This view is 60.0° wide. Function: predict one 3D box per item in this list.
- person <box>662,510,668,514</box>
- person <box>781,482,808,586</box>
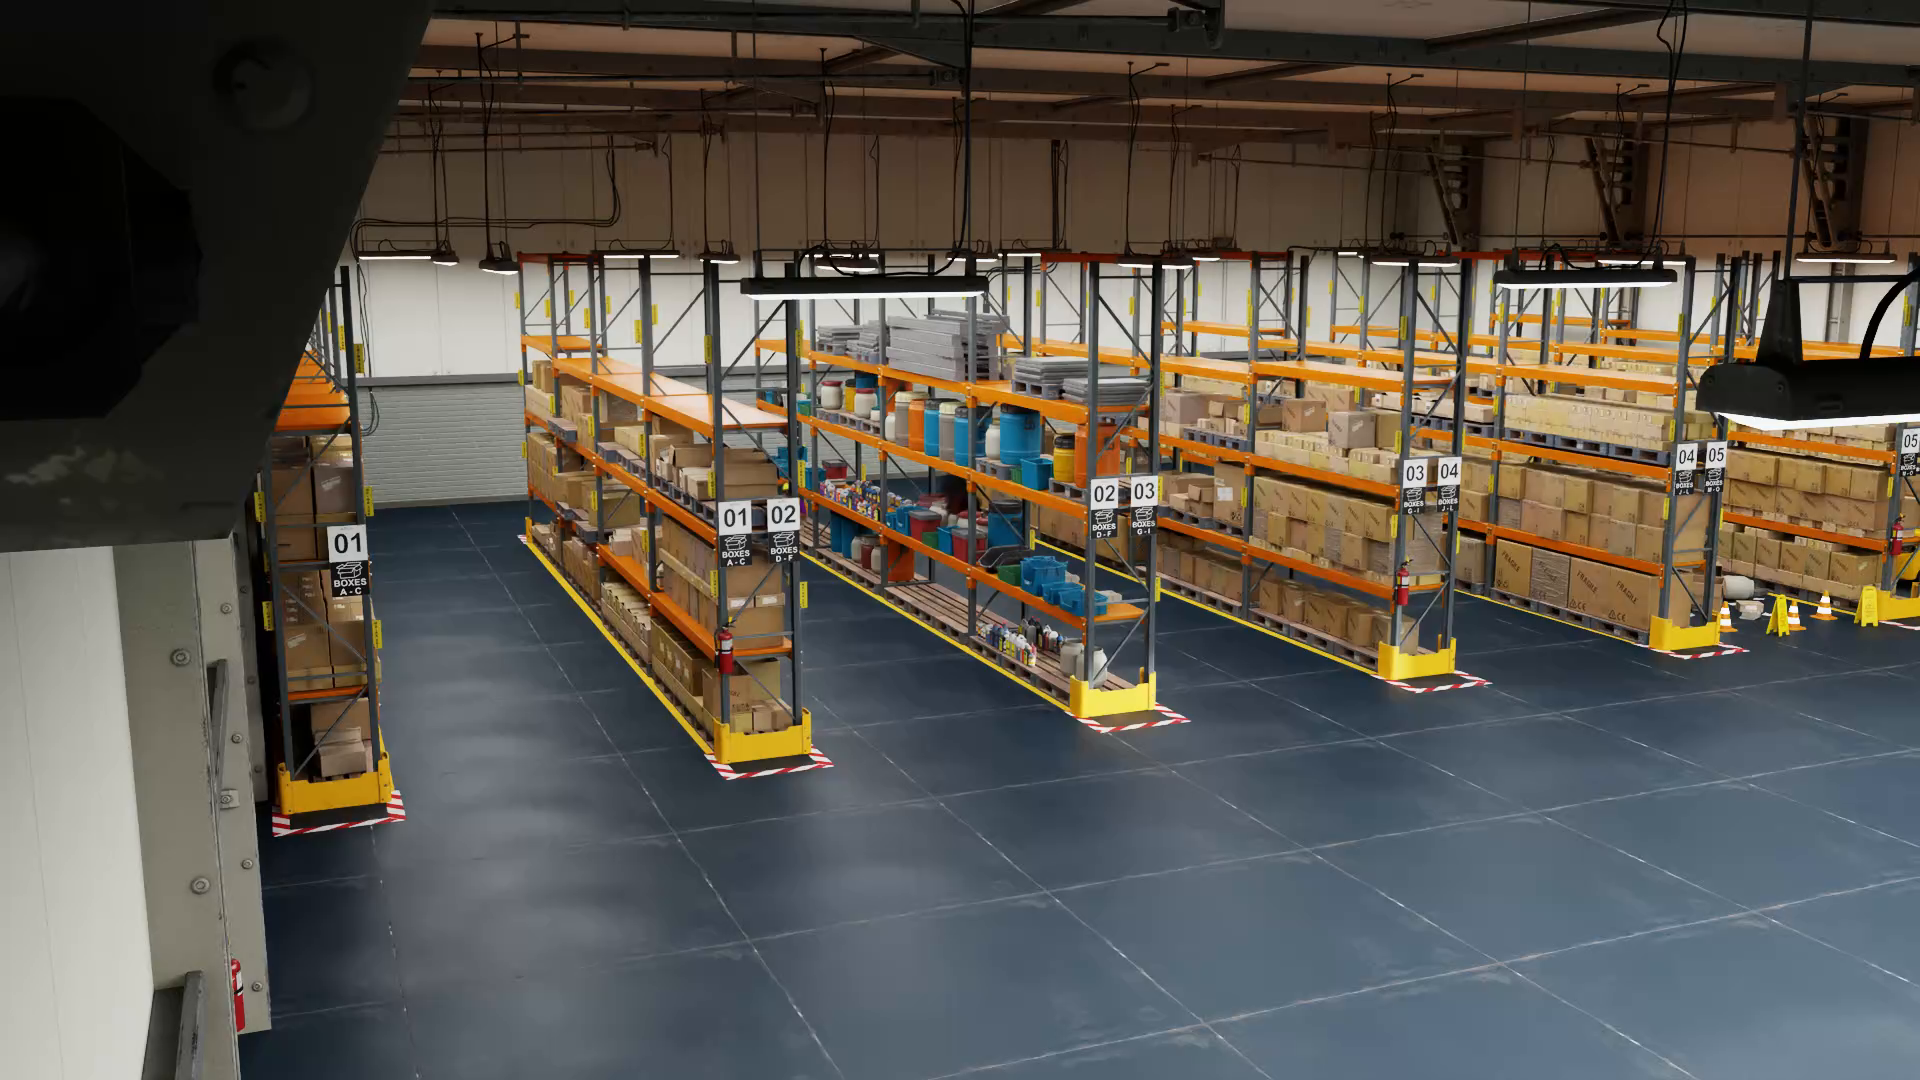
[{"bbox_3d":[-5.878,-0.686,33.769,0.560,1.590,0.831,-7,12,-33],"label":"person"},{"bbox_3d":[-3.031,-0.126,29.533,0.678,1.821,0.732,-5,12,-26],"label":"person"}]
